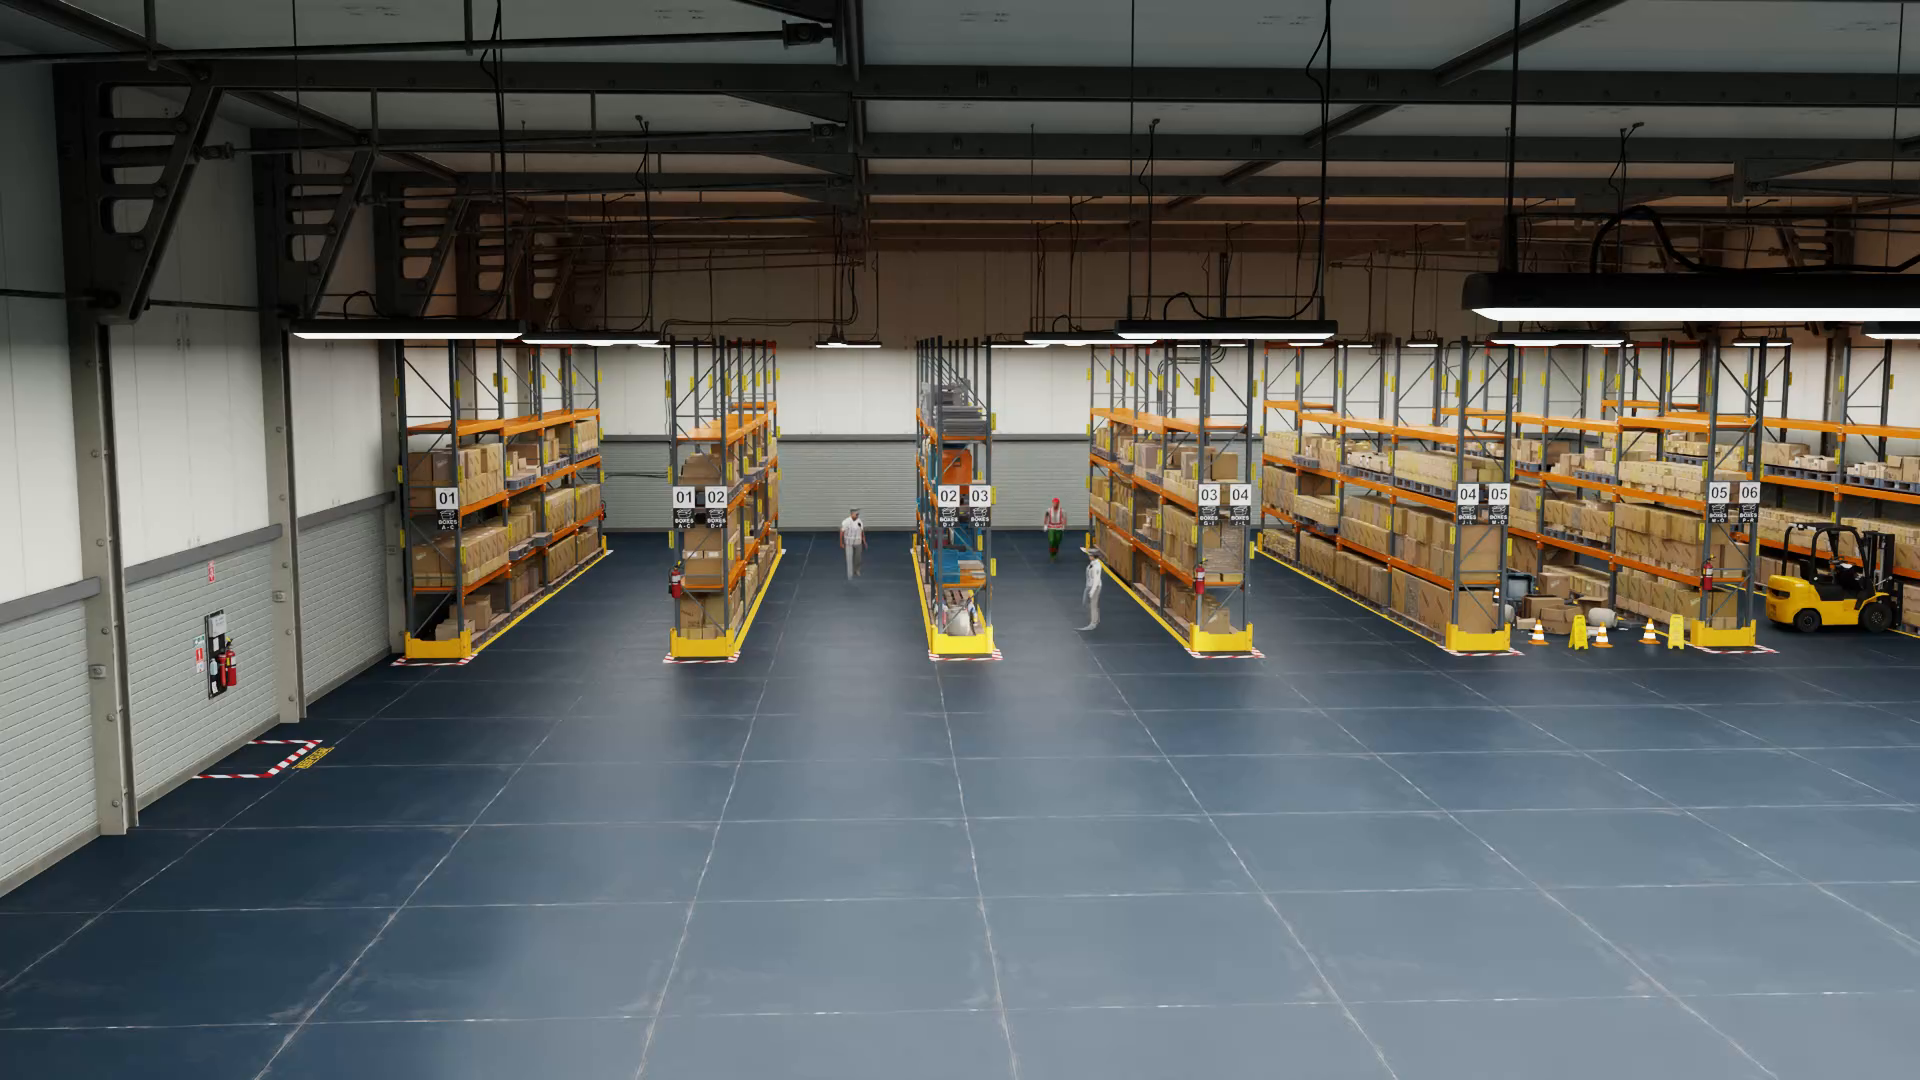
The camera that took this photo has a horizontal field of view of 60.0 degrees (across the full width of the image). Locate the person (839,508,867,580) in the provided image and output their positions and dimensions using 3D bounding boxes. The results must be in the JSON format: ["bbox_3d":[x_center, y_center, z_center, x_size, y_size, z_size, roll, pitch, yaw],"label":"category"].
[{"bbox_3d":[-2.541,0.086,39.605,0.662,1.704,1.000,-1,7,-5],"label":"person"}]

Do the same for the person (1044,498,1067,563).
[{"bbox_3d":[2.610,-0.257,45.365,0.596,1.806,0.877,0,6,-2],"label":"person"}]

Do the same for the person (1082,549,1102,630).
[{"bbox_3d":[2.727,1.021,34.272,0.463,1.697,0.550,-2,7,-17],"label":"person"}]
